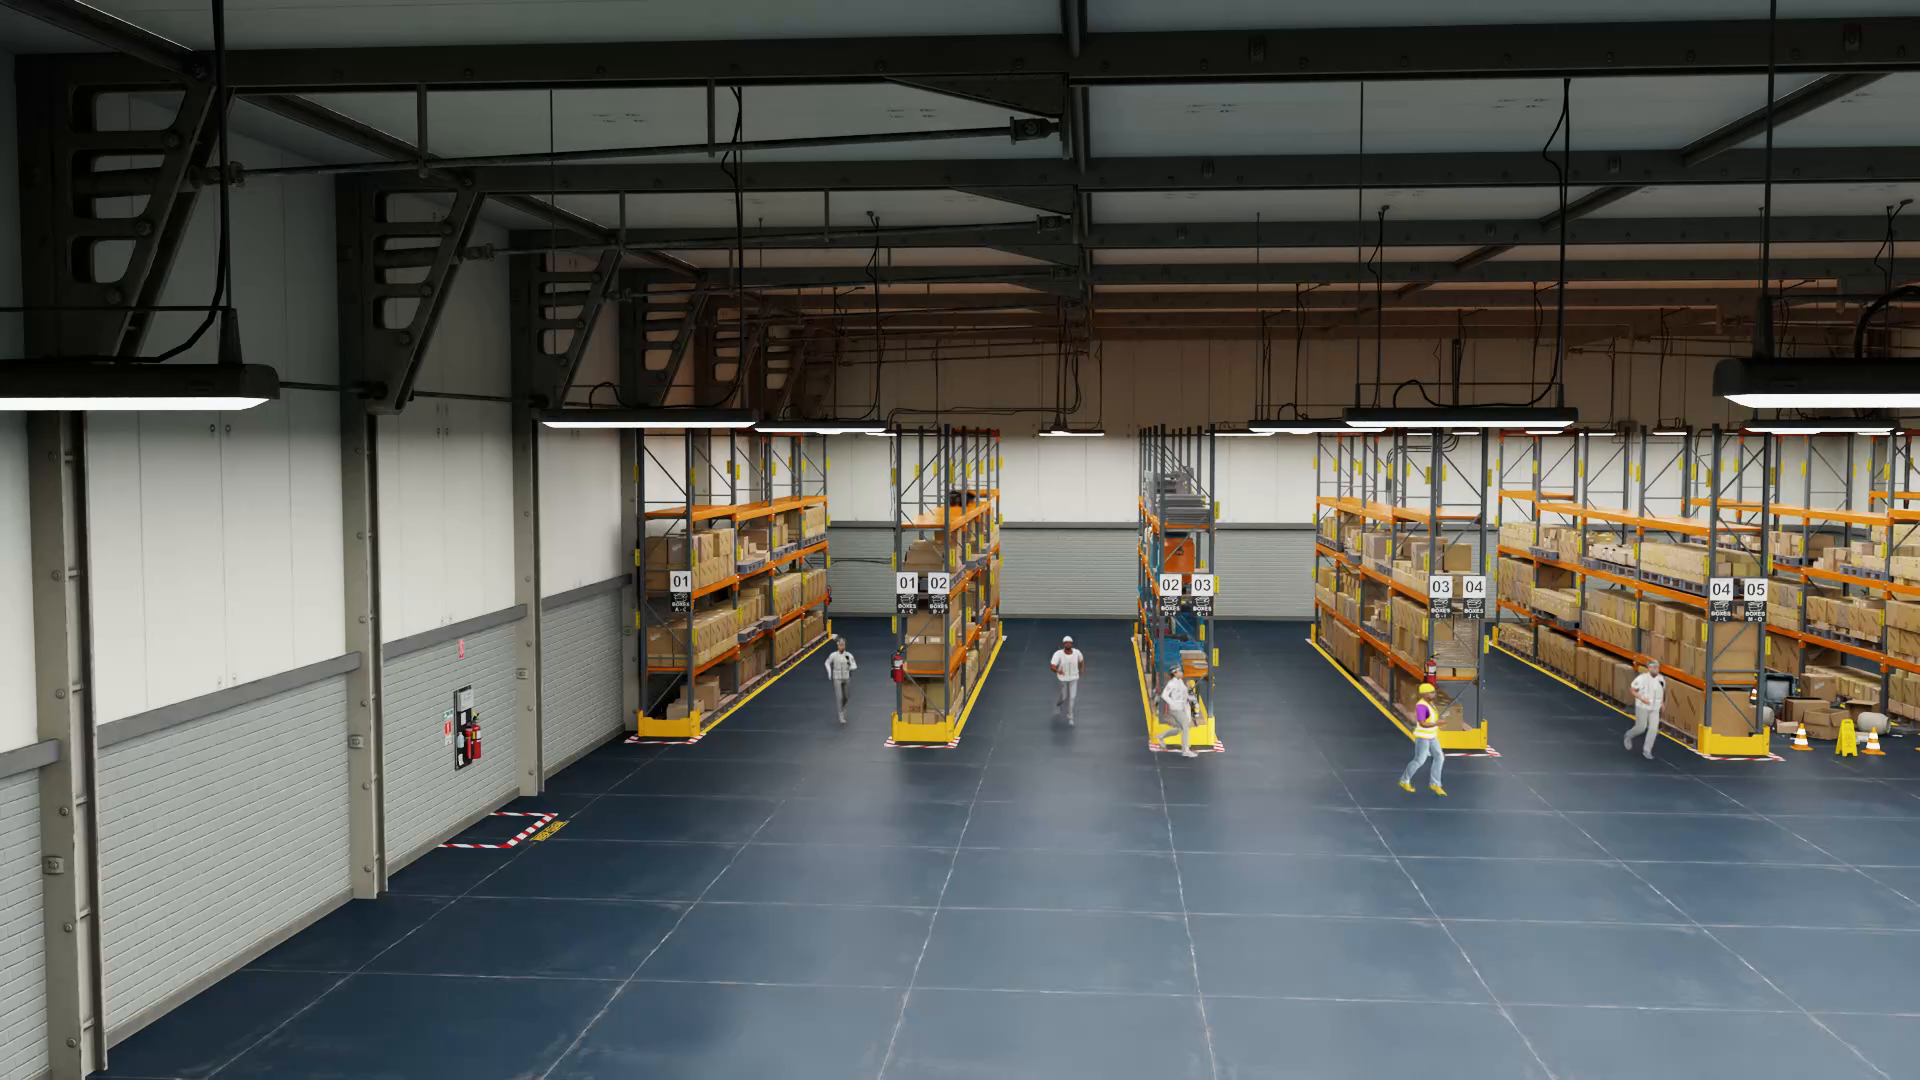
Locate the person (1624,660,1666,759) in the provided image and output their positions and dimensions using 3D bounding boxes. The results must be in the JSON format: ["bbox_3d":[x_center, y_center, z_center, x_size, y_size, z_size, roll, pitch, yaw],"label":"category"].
[{"bbox_3d":[12.486,3.035,30.105,0.709,1.772,0.768,0,3,-6],"label":"person"}]

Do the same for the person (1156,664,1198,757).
[{"bbox_3d":[3.920,3.057,29.996,0.800,1.666,0.626,2,4,28],"label":"person"}]

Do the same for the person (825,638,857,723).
[{"bbox_3d":[-2.402,2.813,33.674,0.618,1.670,0.927,-1,4,-14],"label":"person"}]

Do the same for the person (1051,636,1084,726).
[{"bbox_3d":[2.171,2.811,33.484,0.710,1.766,0.899,0,3,-7],"label":"person"}]

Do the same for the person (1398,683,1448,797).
[{"bbox_3d":[7.453,3.212,26.686,0.787,1.831,0.720,2,4,34],"label":"person"}]
